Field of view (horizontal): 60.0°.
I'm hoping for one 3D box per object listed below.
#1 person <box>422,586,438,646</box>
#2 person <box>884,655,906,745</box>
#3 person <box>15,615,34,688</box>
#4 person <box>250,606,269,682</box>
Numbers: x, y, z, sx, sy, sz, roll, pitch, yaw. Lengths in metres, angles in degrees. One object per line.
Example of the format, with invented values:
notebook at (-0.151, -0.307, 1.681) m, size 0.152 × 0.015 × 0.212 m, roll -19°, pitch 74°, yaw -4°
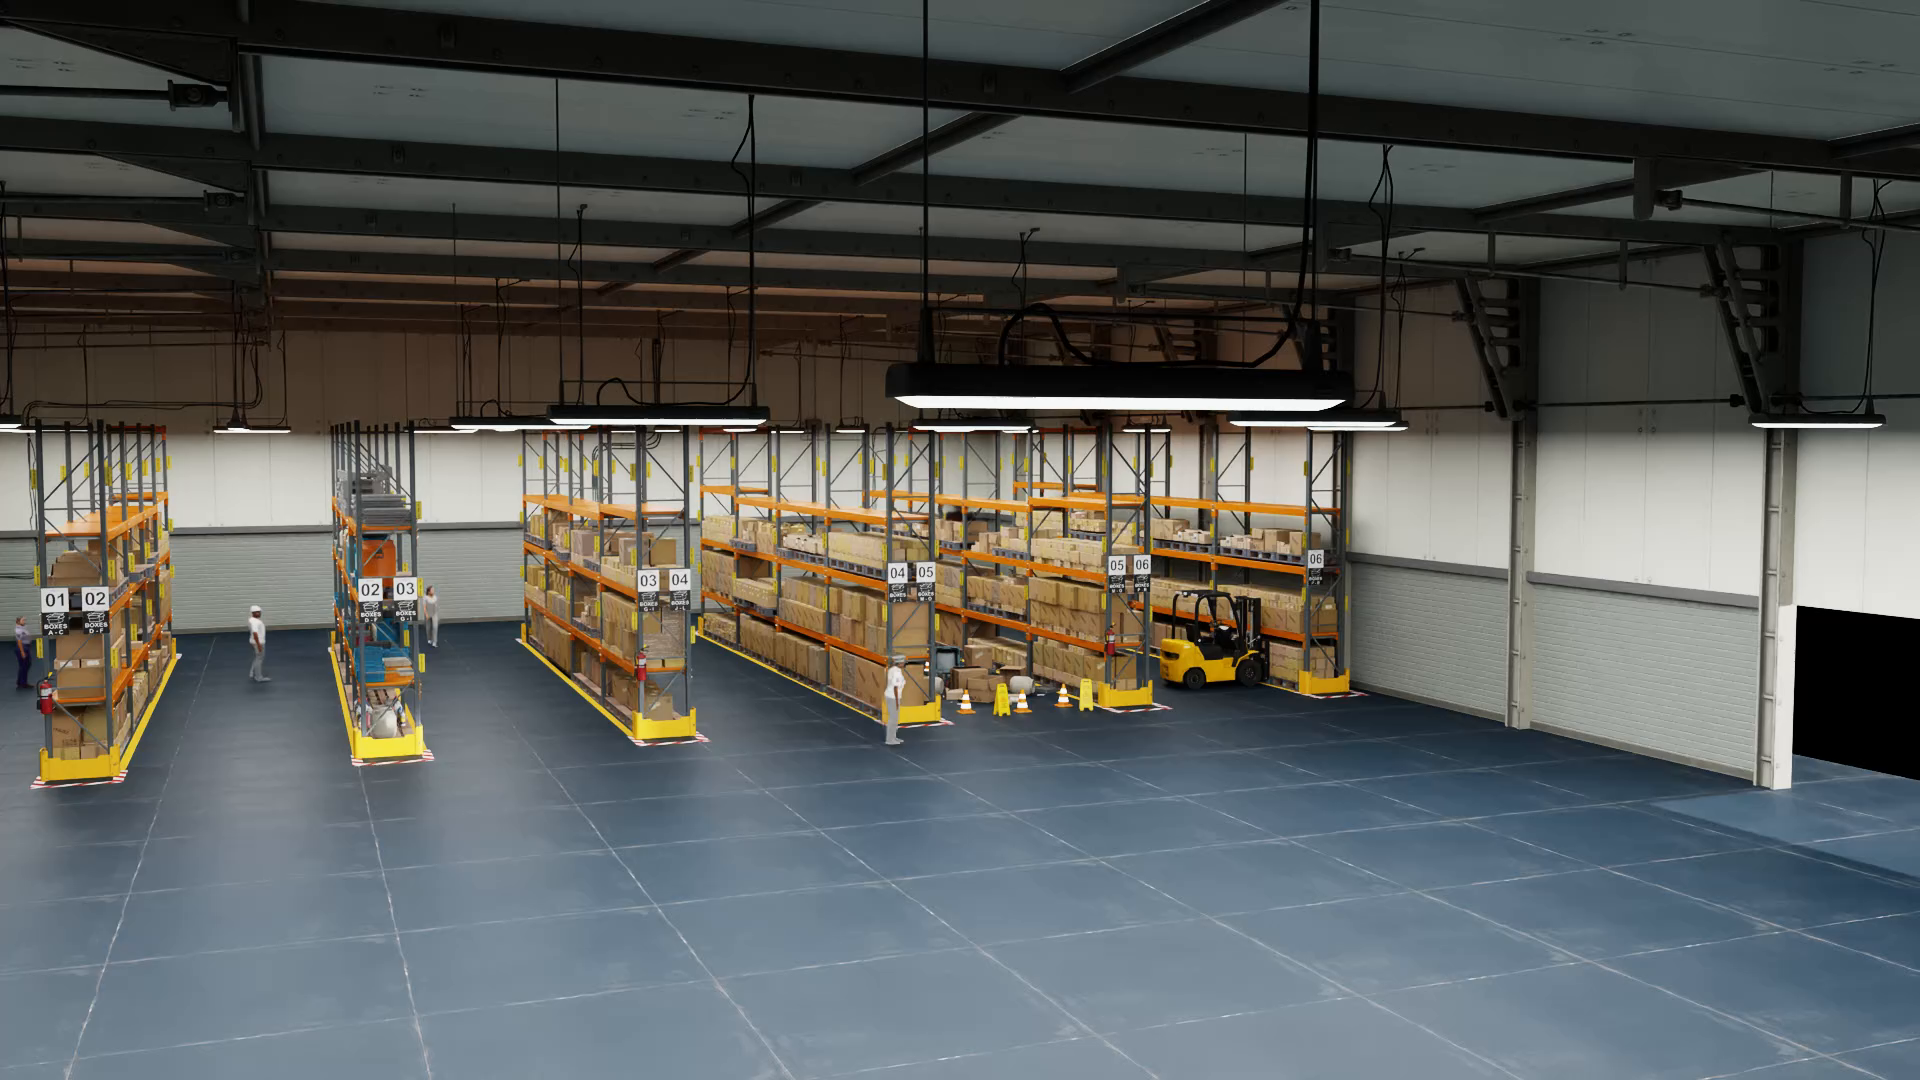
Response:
person at (-14.443, 2.071, 45.353) m, size 0.402 × 1.625 × 0.974 m, roll -1°, pitch 4°, yaw -17°
person at (-1.208, 2.967, 30.911) m, size 0.399 × 1.672 × 0.470 m, roll -1°, pitch 4°, yaw -10°
person at (-21.283, 2.553, 37.805) m, size 0.346 × 1.666 × 0.490 m, roll -2°, pitch 4°, yaw -33°
person at (-16.374, 2.408, 38.801) m, size 0.419 × 1.768 × 0.589 m, roll -3°, pitch 4°, yaw -36°
